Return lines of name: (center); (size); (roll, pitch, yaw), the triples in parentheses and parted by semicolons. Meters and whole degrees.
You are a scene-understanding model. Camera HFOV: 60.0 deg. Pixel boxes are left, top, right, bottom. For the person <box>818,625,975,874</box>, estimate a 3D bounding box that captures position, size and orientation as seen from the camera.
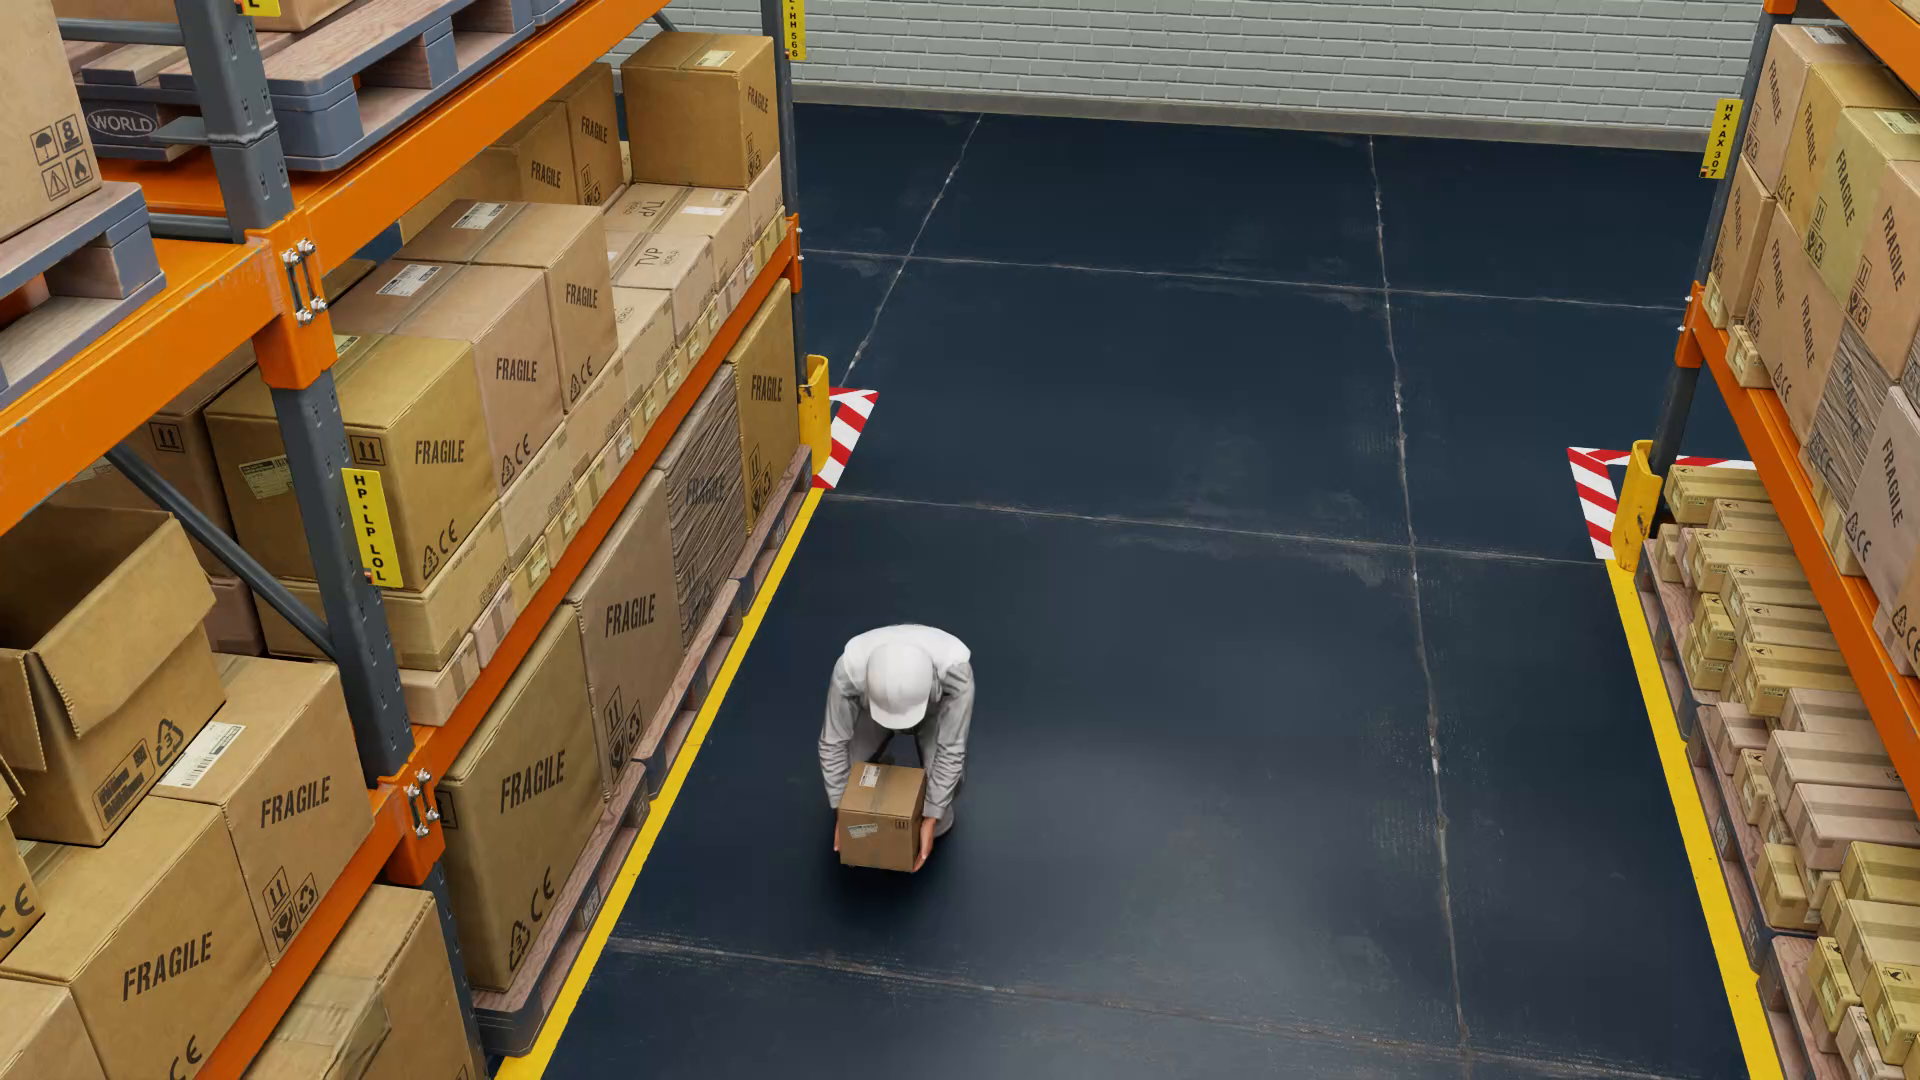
person: (-0.204, 0.621, 5.854); (0.534, 1.008, 0.855); (5, 33, 8)
